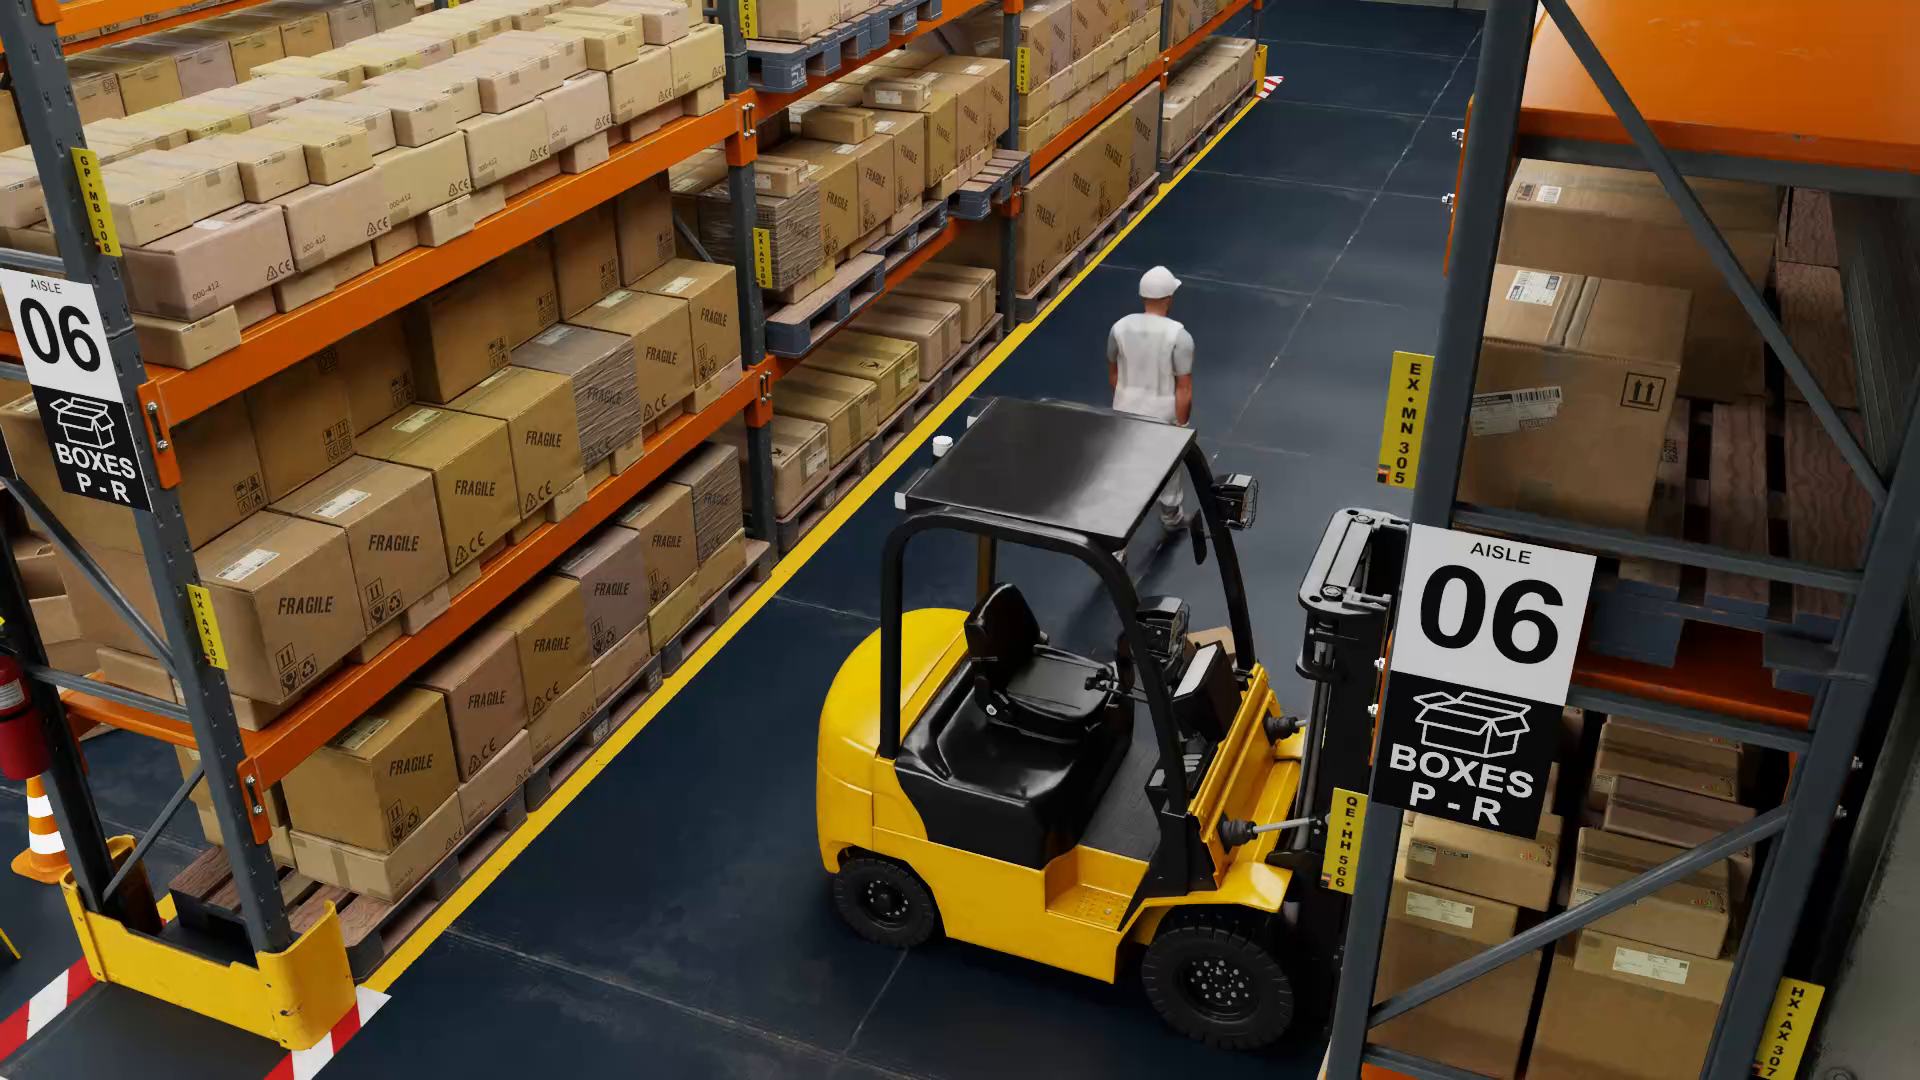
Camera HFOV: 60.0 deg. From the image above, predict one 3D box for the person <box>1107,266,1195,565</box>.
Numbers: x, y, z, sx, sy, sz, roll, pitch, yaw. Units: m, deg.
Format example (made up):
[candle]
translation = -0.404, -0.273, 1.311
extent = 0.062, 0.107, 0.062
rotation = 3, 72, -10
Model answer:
[person]
translation = 1.104, -0.721, 9.663
extent = 0.563, 1.777, 0.933
rotation = 12, 32, 20
